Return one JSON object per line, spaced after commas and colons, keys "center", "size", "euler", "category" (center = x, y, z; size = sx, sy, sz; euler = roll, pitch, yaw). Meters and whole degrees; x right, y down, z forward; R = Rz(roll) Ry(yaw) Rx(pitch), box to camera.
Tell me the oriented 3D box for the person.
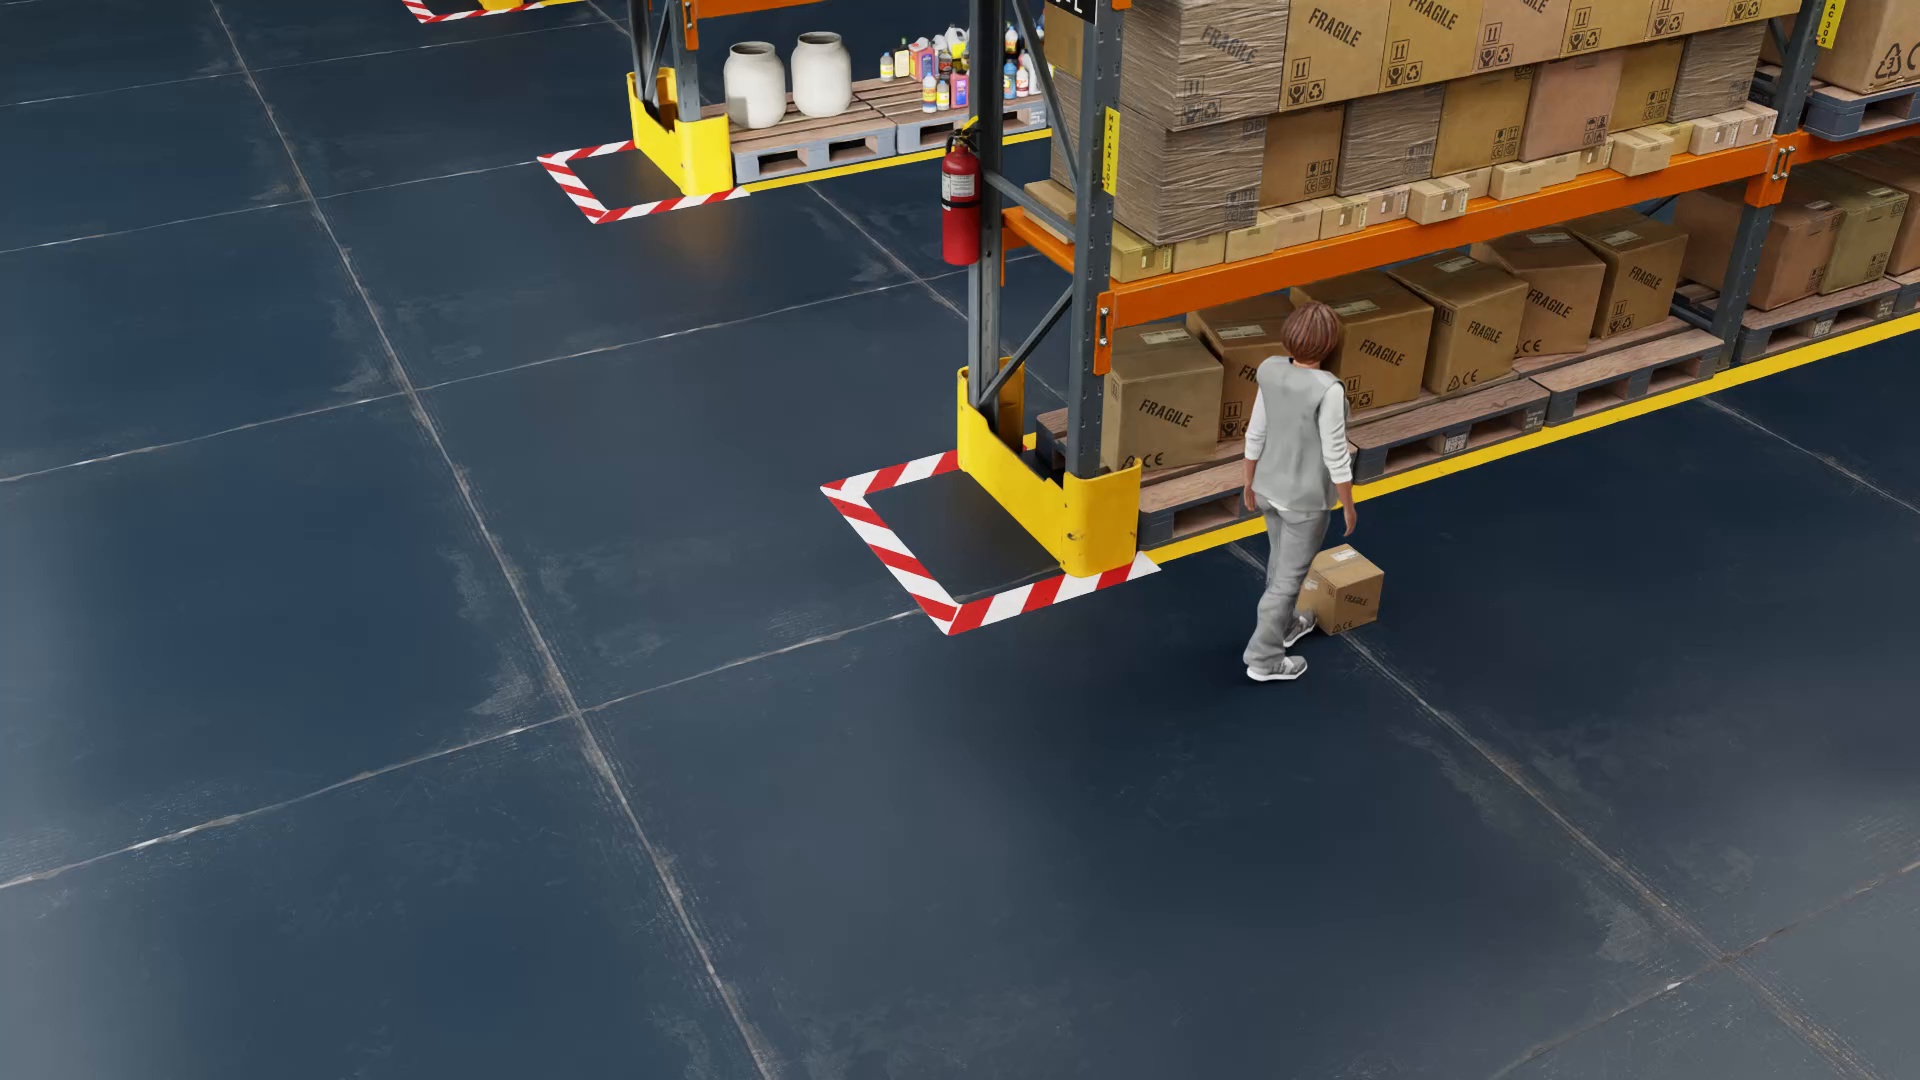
{"center": [1.341, -0.185, 6.406], "size": [0.529, 1.602, 0.459], "euler": [-22, 39, -29], "category": "person"}
